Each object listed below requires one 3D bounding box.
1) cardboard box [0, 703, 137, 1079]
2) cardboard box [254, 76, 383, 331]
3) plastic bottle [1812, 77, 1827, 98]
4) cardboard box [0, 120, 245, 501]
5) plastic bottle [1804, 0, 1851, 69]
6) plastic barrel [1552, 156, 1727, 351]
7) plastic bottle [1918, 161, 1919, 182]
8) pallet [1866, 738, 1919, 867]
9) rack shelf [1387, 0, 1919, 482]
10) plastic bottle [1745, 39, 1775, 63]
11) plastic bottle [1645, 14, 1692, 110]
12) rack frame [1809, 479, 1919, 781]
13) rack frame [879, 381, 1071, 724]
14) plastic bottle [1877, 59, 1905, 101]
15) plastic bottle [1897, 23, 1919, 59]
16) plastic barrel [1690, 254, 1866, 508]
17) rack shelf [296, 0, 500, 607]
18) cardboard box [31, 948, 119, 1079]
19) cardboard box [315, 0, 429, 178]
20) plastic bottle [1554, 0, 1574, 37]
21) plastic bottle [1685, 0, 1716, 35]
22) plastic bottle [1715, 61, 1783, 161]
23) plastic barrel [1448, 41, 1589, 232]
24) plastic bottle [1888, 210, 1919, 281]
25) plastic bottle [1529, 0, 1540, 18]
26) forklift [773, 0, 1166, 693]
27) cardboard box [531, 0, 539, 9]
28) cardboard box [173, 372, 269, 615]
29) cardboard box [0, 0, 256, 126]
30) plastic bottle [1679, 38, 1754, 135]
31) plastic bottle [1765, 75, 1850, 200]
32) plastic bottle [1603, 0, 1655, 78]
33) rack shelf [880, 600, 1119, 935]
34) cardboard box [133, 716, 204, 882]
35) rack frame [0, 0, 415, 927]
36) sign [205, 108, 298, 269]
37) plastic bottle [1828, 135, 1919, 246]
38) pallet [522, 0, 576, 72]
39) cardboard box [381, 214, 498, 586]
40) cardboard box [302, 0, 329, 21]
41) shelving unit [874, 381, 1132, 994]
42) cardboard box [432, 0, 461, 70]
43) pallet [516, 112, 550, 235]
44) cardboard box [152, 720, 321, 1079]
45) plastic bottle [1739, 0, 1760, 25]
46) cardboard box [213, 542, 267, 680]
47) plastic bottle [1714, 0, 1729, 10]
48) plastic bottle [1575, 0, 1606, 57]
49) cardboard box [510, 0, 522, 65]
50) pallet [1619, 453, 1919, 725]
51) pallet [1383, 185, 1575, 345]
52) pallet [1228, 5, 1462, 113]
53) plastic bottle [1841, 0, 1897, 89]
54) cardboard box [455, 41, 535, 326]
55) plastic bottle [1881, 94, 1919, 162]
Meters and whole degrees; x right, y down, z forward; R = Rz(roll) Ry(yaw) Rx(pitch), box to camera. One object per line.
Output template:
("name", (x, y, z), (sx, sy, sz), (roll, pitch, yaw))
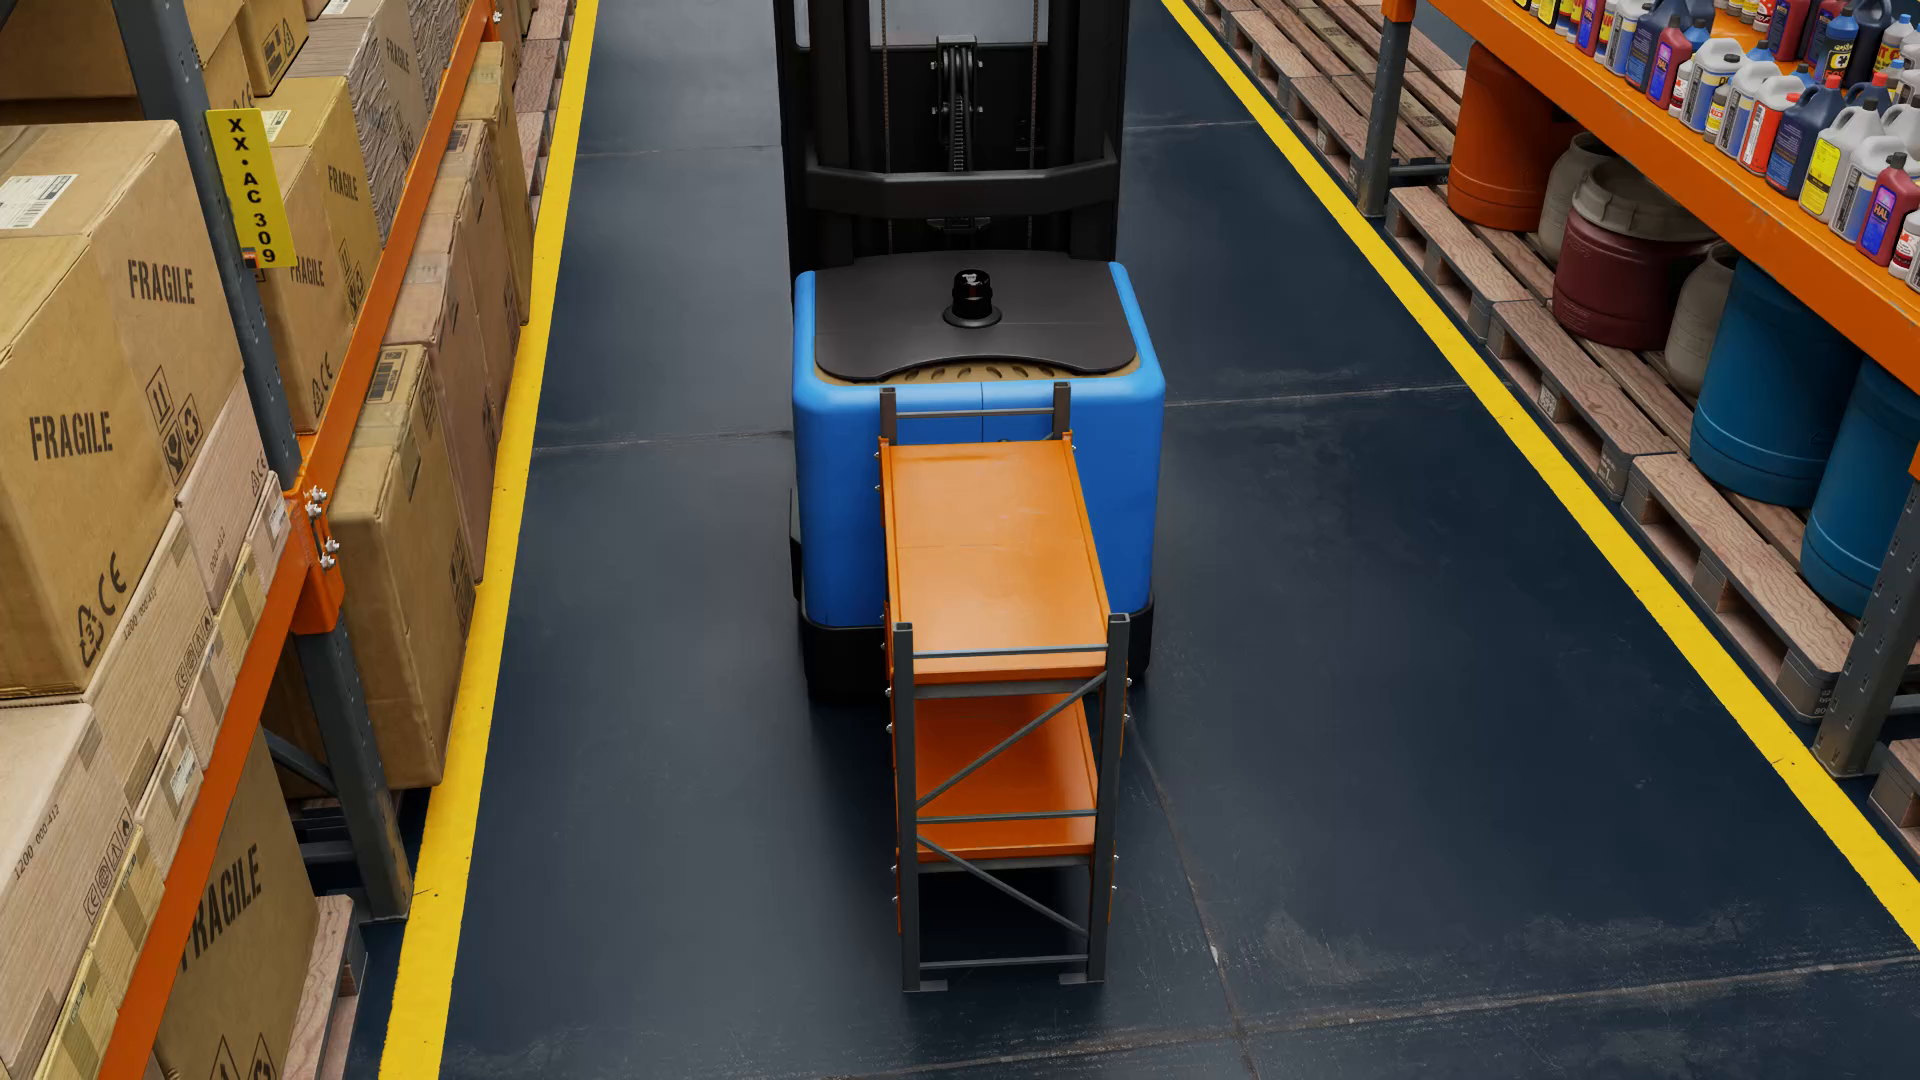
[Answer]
("cardboard box", (-1.471, 0.489, 2.237), (0.500, 0.250, 0.500), (-4, 34, -5))
("cardboard box", (-1.814, -0.847, 4.241), (0.500, 0.500, 0.500), (-4, 35, -6))
("plastic bottle", (2.607, -1.272, 5.067), (0.097, 0.271, 0.097), (0, 34, 0))
("cardboard box", (-1.605, -0.384, 2.853), (0.500, 0.500, 0.500), (-3, 34, -5))
("plastic bottle", (3.052, -1.795, 5.824), (0.061, 0.283, 0.133), (-4, 35, -6))
("plastic barrel", (2.673, -1.132, 6.516), (0.600, 0.588, 0.708), (-4, 35, -6))
("plastic bottle", (2.675, -0.962, 4.674), (0.097, 0.201, 0.097), (0, 34, 0))
("pallet", (3.114, 0.935, 4.191), (1.003, 0.211, 1.213), (-4, 35, -6))
("rack shelf", (2.708, -1.444, 5.843), (1.077, 0.370, 4.000), (-4, 35, -6))
("plastic bottle", (2.558, -1.477, 5.368), (0.097, 0.271, 0.097), (0, 34, 0))
("plastic bottle", (2.361, -1.587, 5.519), (0.061, 0.283, 0.133), (-4, 35, -6))
("rack frame", (2.977, -0.625, 4.003), (1.000, 3.000, 0.127), (-4, 35, -6))
("rack frame", (0.040, 0.066, 4.654), (0.500, 1.125, 0.032), (-2, 34, -3))
("plastic bottle", (3.015, -1.456, 5.399), (0.097, 0.201, 0.097), (0, 34, 0))
("plastic bottle", (3.148, -1.572, 5.507), (0.097, 0.271, 0.097), (0, 34, 0))
("plastic barrel", (2.825, -0.631, 5.503), (0.600, 0.901, 0.708), (-4, 35, -6))
("rack shelf", (-2.200, -1.068, 5.293), (1.077, 0.370, 4.000), (-4, 35, -6))
("cardboard box", (-1.393, 0.717, 2.258), (0.380, 0.149, 0.250), (-5, 35, -7))
("cardboard box", (-1.956, -1.414, 5.073), (0.500, 0.500, 0.500), (-4, 34, -5))
("plastic bottle", (2.276, -2.010, 6.150), (0.097, 0.271, 0.097), (0, 34, 0))
("plastic bottle", (2.513, -1.794, 5.762), (0.144, 0.351, 0.185), (-4, 35, -6))
("plastic bottle", (2.468, -1.329, 5.147), (0.152, 0.276, 0.135), (-4, 35, -6))
("plastic barrel", (2.521, -1.862, 7.373), (0.600, 0.830, 0.708), (-4, 35, -6))
("plastic bottle", (2.560, -0.801, 4.438), (0.097, 0.201, 0.097), (0, 34, 0))
("plastic bottle", (2.245, -2.109, 6.358), (0.097, 0.201, 0.097), (0, 34, 0))
("forklift", (-0.043, -1.562, 5.439), (1.130, 2.935, 3.031), (-2, 34, -3))
("cardboard box", (-2.946, -3.518, 10.078), (0.700, 0.500, 0.500), (-7, 35, -10))
("cardboard box", (-1.612, -0.084, 3.079), (0.500, 0.250, 0.500), (-5, 35, -7))
("cardboard box", (-2.026, -1.061, 3.664), (0.797, 0.503, 0.637), (-5, 35, -8))
("plastic bottle", (2.437, -1.459, 5.337), (0.152, 0.276, 0.135), (-4, 35, -6))
("plastic bottle", (2.504, -1.196, 4.885), (0.144, 0.351, 0.185), (-4, 35, -6))
("plastic bottle", (2.363, -1.766, 5.788), (0.152, 0.276, 0.135), (-4, 35, -6))
("rack shelf", (0.074, 0.554, 4.373), (0.538, 0.278, 1.000), (-2, 34, -3))
("cardboard box", (-1.462, 0.430, 2.679), (0.380, 0.149, 0.250), (-4, 34, -5))
("rack frame", (-1.931, -0.250, 3.453), (1.000, 3.000, 0.127), (-4, 35, -6))
("sign", (-1.382, -0.683, 3.250), (0.100, 0.325, 0.005), (-4, 35, -6))
("plastic bottle", (2.554, -0.973, 4.624), (0.152, 0.276, 0.135), (-4, 35, -6))
("pallet", (-2.901, -3.127, 10.151), (1.003, 0.211, 1.213), (-4, 35, -6))
("cardboard box", (-2.158, -0.399, 5.186), (1.225, 0.875, 0.875), (-6, 35, -8))
("cardboard box", (-2.205, -1.791, 4.735), (0.797, 0.503, 0.637), (-3, 34, -5))
("shelving unit", (0.074, 0.352, 4.235), (0.538, 1.125, 1.048), (-2, 34, -3))
("cardboard box", (-2.096, -1.988, 5.915), (0.500, 0.500, 0.500), (-5, 35, -7))
("pallet", (-2.573, -1.766, 8.153), (1.003, 0.211, 1.213), (-4, 35, -6))
("cardboard box", (-1.922, 0.829, 3.383), (0.875, 0.875, 0.875), (-4, 35, -6))
("plastic bottle", (3.023, -2.061, 6.287), (0.097, 0.201, 0.097), (0, 34, 0))
("cardboard box", (-1.531, 0.143, 3.099), (0.380, 0.149, 0.250), (-4, 34, -5))
("plastic bottle", (2.997, -2.198, 6.427), (0.097, 0.271, 0.097), (0, 34, 0))
("plastic bottle", (2.287, -1.894, 5.970), (0.061, 0.283, 0.133), (-4, 35, -6))
("cardboard box", (-2.825, -2.939, 9.228), (0.700, 0.500, 0.500), (-7, 35, -10))
("pallet", (2.914, 0.094, 5.425), (1.003, 0.211, 1.213), (-4, 35, -6))
("pallet", (2.586, -1.268, 7.423), (1.003, 0.211, 1.213), (-4, 35, -6))
("pallet", (2.212, -2.819, 9.699), (1.003, 0.211, 1.213), (-4, 35, -6))
("plastic bottle", (3.092, -1.736, 5.677), (0.144, 0.351, 0.185), (-4, 35, -6))
("cardboard box", (-2.397, -1.391, 6.641), (1.225, 0.875, 0.875), (-6, 35, -9))
("plastic bottle", (2.672, -1.103, 4.749), (0.144, 0.351, 0.185), (-4, 35, -6))
